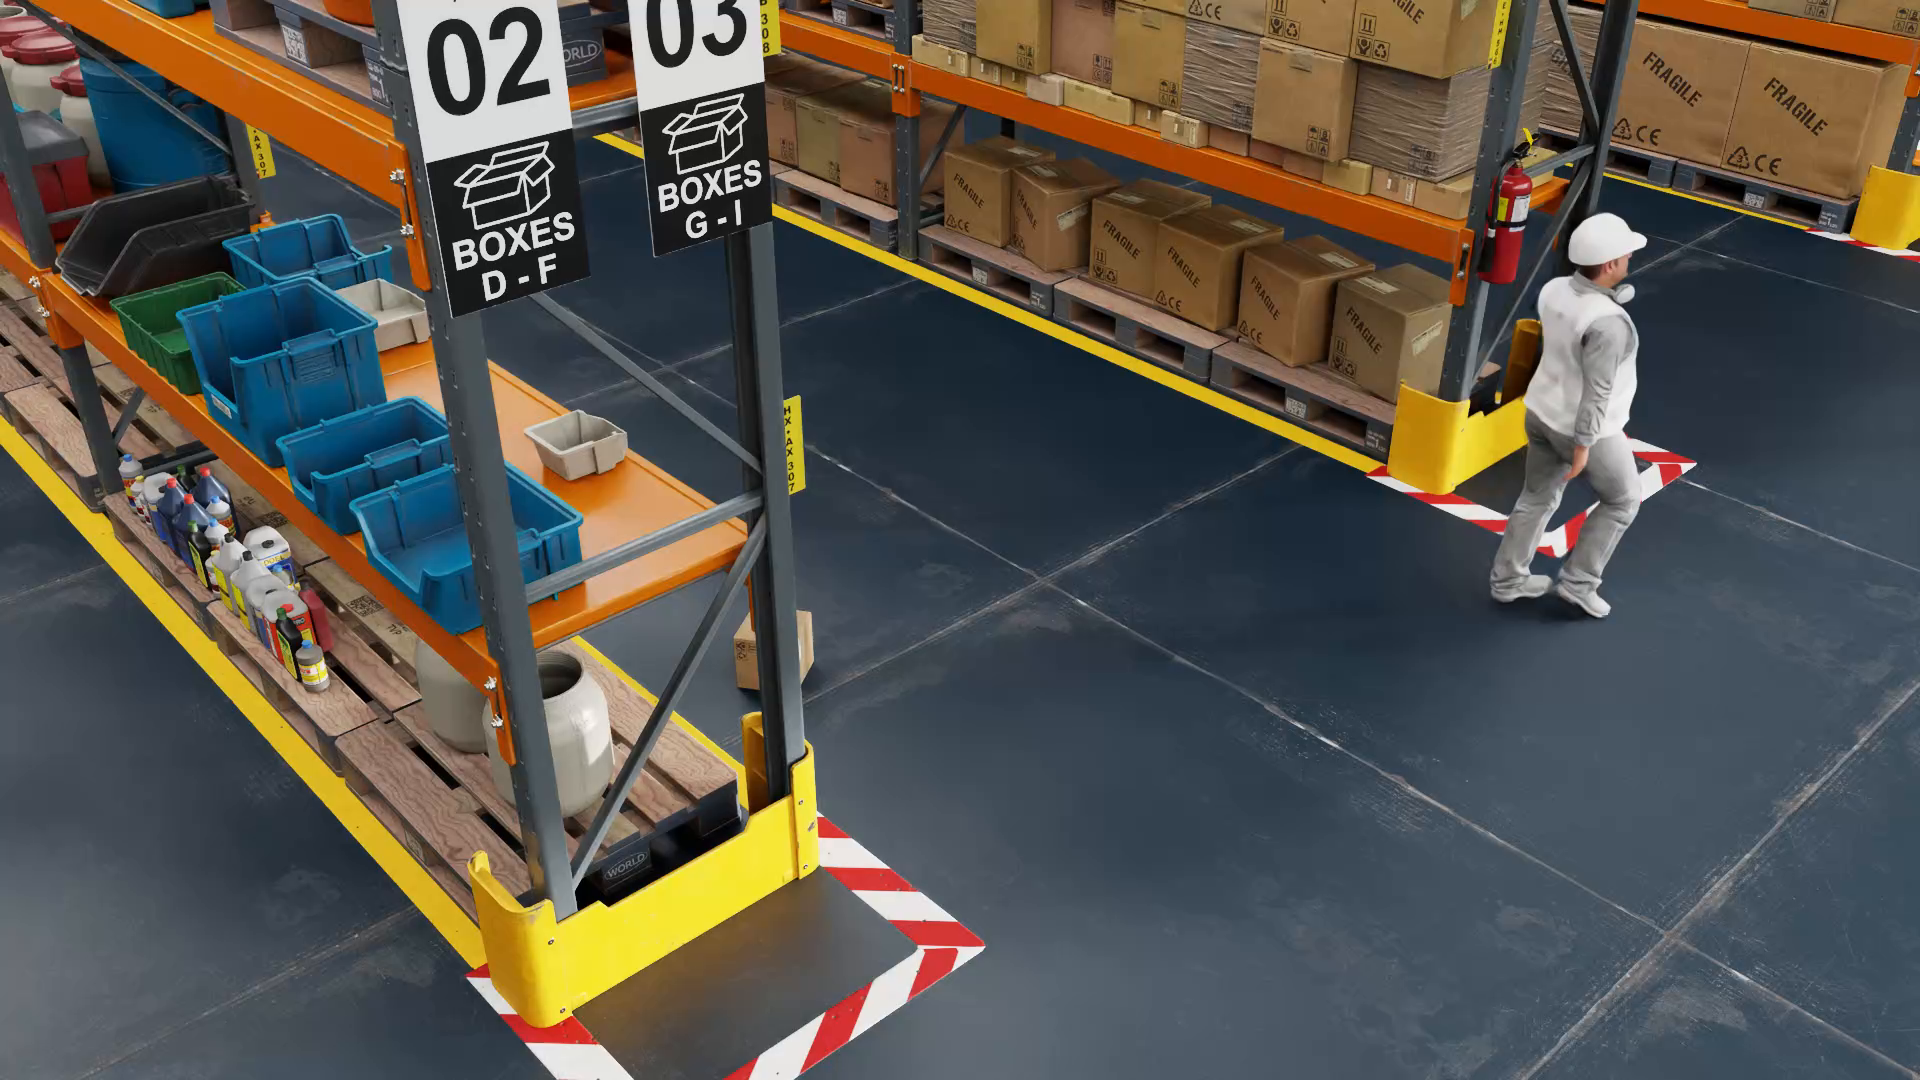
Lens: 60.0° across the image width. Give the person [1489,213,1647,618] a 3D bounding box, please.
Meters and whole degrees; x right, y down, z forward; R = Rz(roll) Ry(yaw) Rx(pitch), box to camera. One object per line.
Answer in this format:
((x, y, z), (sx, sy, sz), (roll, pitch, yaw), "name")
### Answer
((2.575, -0.496, 6.914), (0.529, 1.808, 0.542), (-9, 33, -14), "person")
